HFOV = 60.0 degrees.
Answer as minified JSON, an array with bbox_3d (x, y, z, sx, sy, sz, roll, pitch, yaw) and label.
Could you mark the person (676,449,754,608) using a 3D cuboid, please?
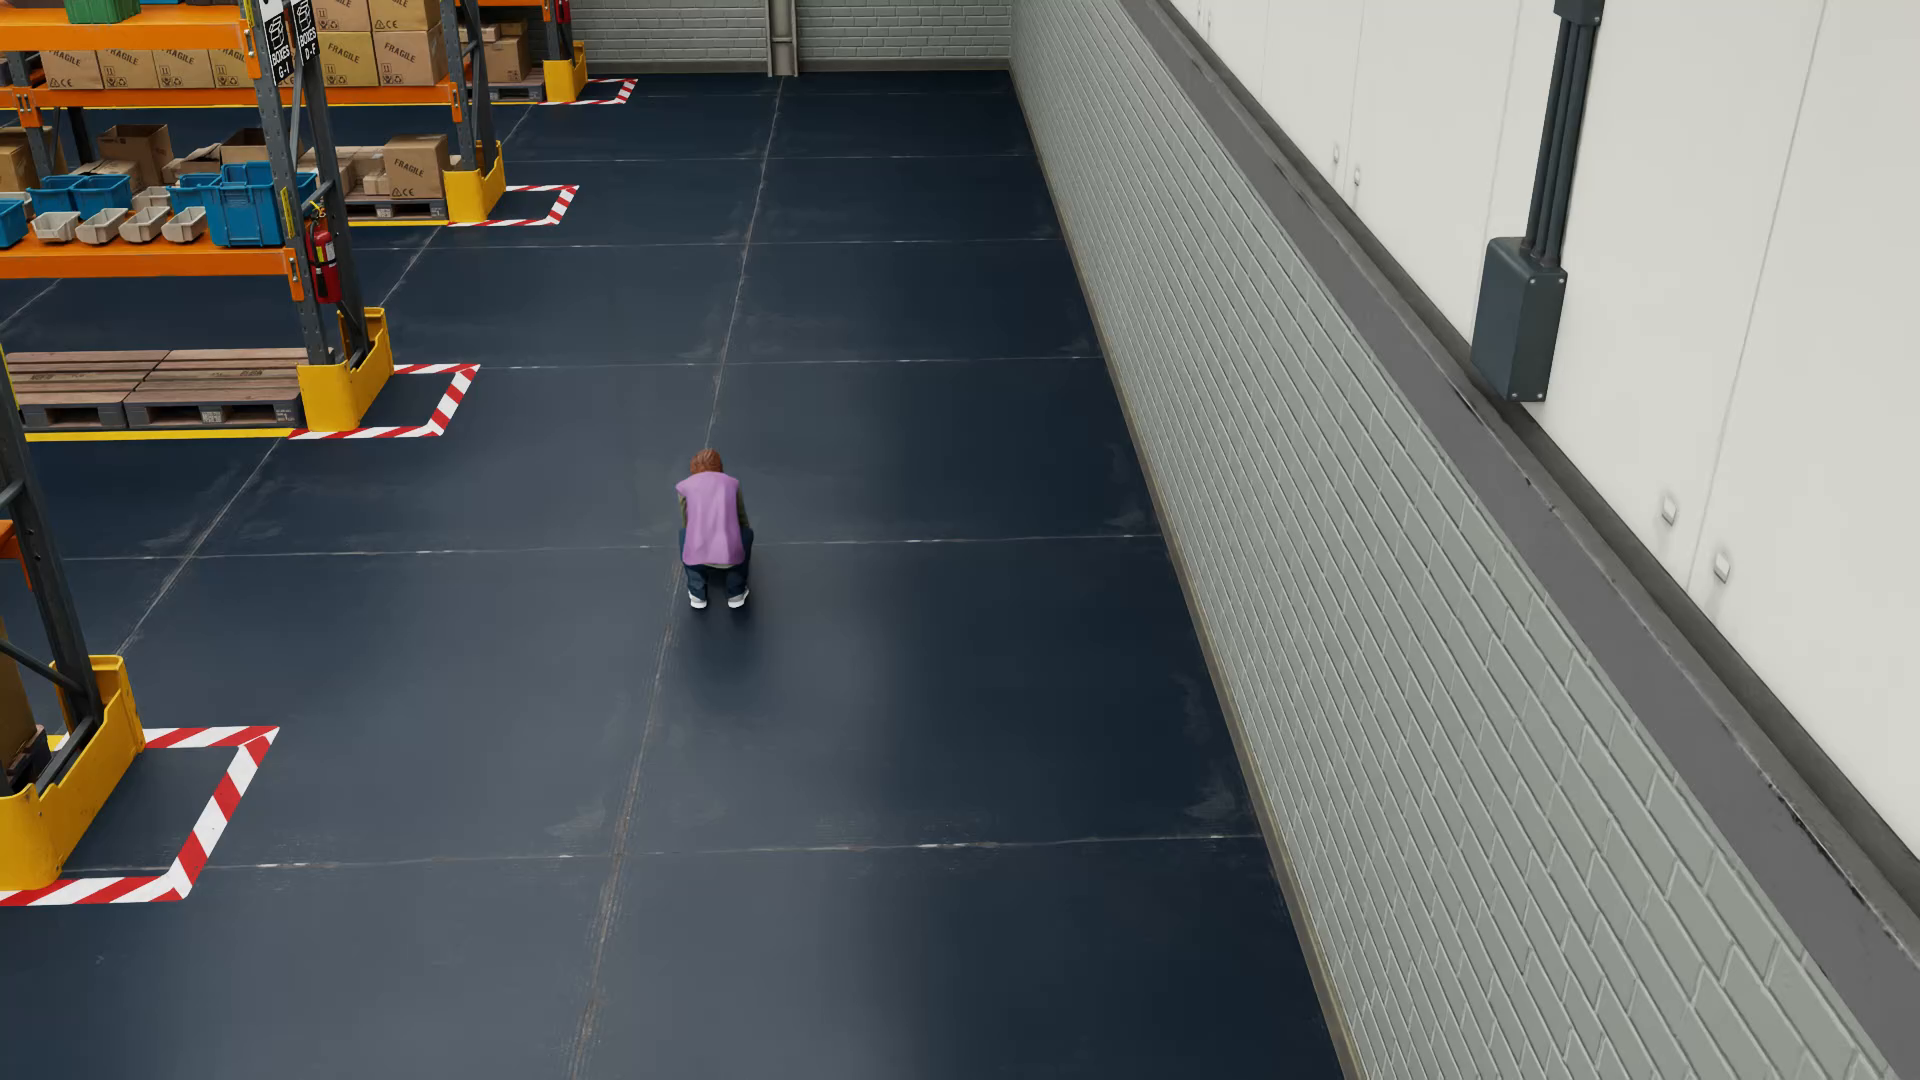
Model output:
[{"bbox_3d":[-1.421,-0.046,9.620,0.438,0.760,0.808,-1,28,-2],"label":"person"}]
